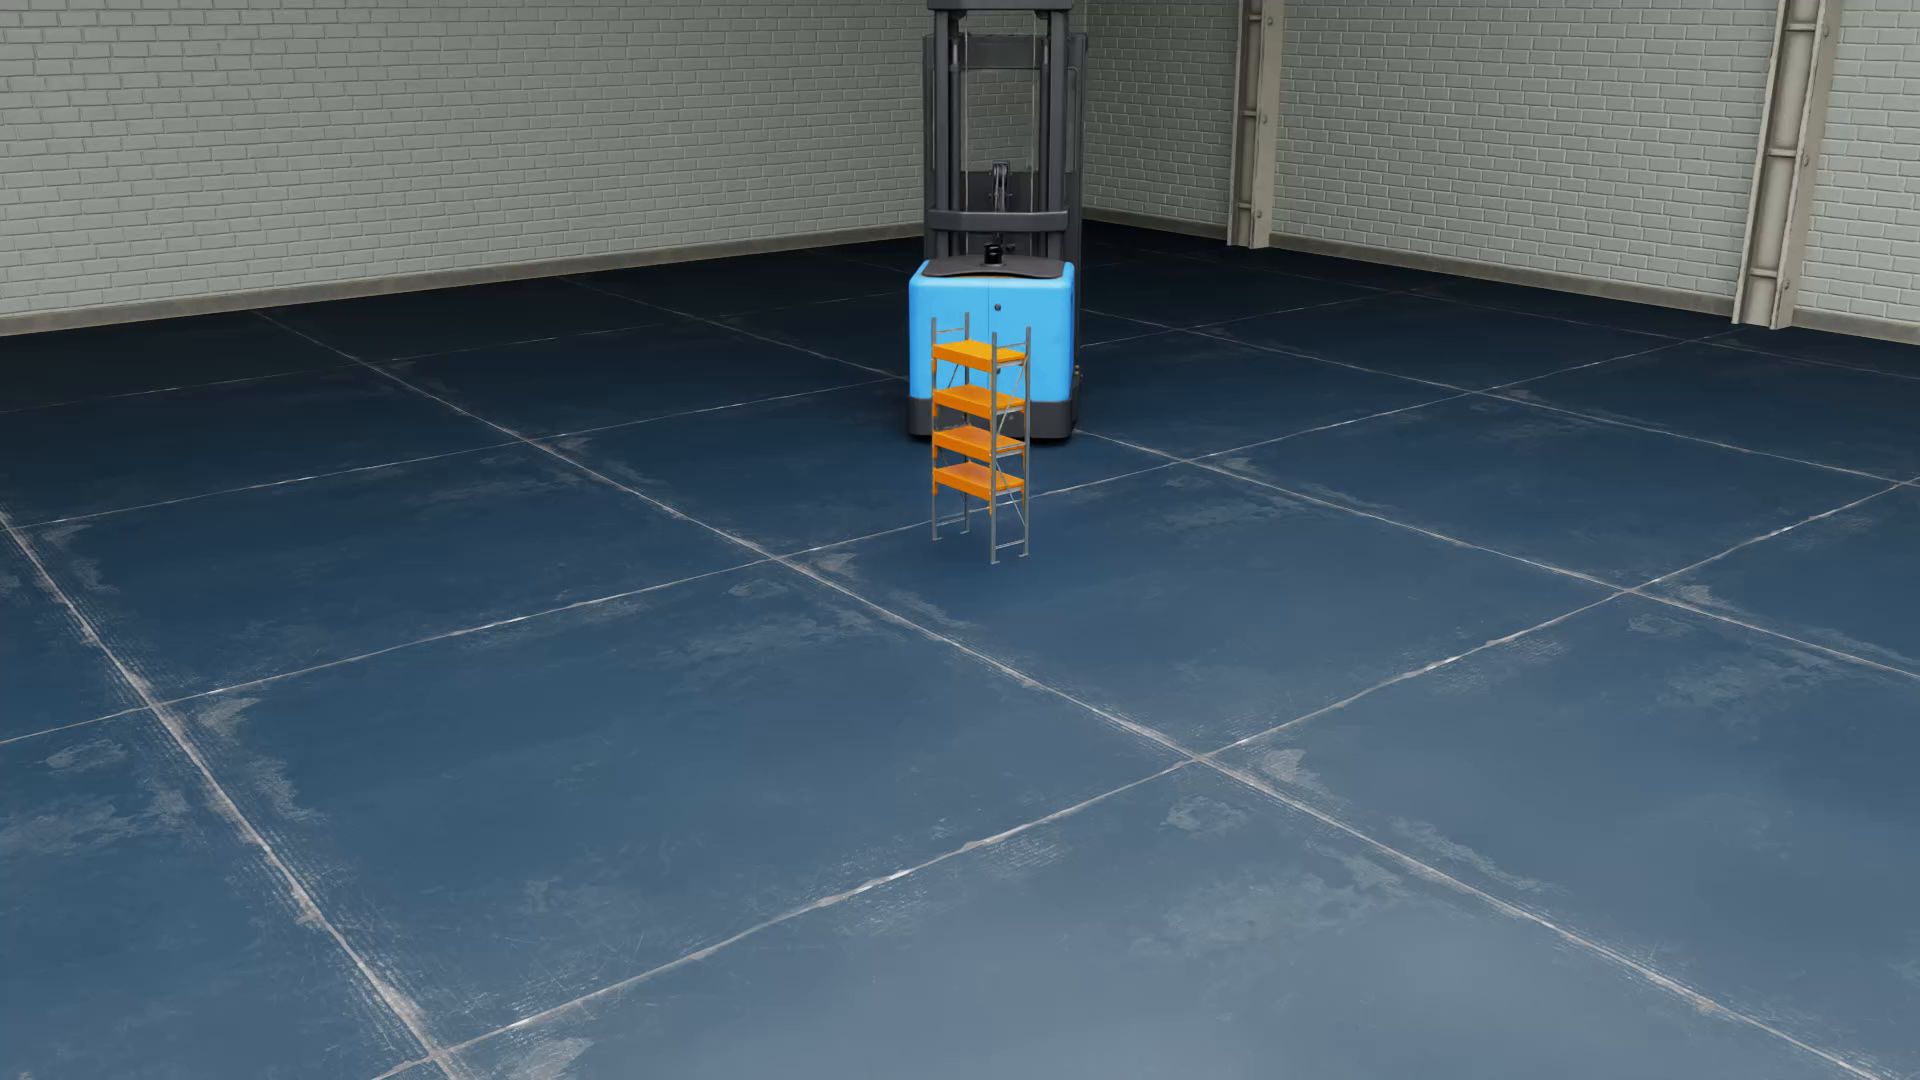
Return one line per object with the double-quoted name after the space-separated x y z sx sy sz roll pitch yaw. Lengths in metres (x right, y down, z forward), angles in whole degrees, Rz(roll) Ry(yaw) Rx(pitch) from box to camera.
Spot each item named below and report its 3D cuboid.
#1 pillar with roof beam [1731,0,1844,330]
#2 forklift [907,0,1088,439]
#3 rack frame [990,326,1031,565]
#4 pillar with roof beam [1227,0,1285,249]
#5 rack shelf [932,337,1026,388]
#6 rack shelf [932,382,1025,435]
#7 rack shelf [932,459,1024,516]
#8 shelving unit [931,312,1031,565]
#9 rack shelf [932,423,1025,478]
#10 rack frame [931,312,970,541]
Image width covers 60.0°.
3.653 -5.324 10.626 9.100 9.000 0.400 -14 23 -36 "pillar with roof beam"
0.318 -2.455 11.613 1.130 2.935 3.031 2 18 5 "forklift"
0.254 -0.469 8.369 0.240 1.200 0.015 -14 23 -36 "rack frame"
-0.072 -6.803 15.091 9.100 9.000 0.400 -14 23 -36 "pillar with roof beam"
0.103 -0.902 8.427 0.258 0.148 0.480 -14 23 -36 "rack shelf"
0.103 -0.677 8.502 0.258 0.148 0.480 -14 23 -36 "rack shelf"
0.103 -0.276 8.634 0.258 0.148 0.480 -14 23 -36 "rack shelf"
0.103 -0.529 8.551 0.258 1.200 0.503 -14 23 -36 "shelving unit"
0.103 -0.465 8.572 0.258 0.148 0.480 -14 23 -36 "rack shelf"
-0.049 -0.589 8.732 0.240 1.200 0.015 -14 23 -36 "rack frame"
